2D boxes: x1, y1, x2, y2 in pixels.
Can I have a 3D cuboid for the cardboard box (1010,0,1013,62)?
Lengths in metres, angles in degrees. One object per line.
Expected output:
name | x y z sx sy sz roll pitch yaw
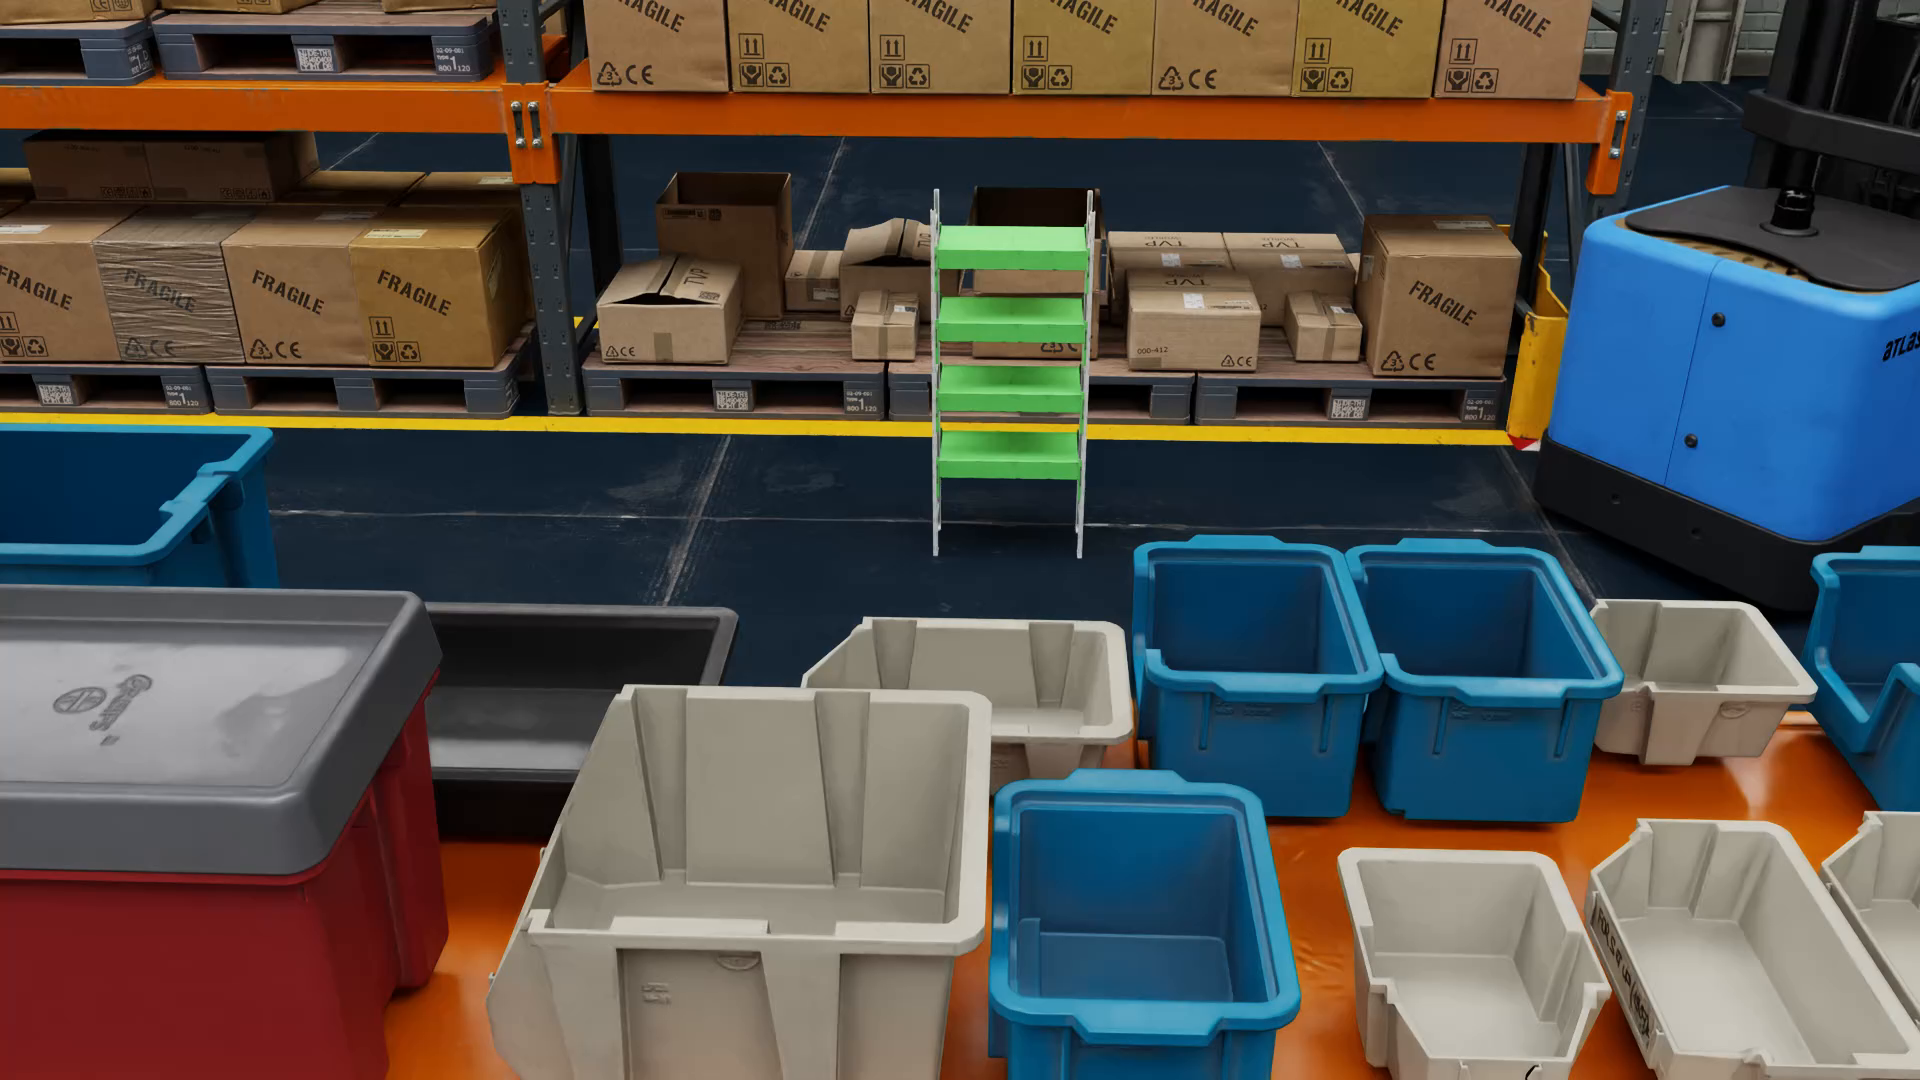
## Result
cardboard box | -0.038 -2.195 6.581 0.500 0.500 0.500 2 28 3

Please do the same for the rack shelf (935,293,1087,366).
rack shelf | 0.165 -0.683 5.381 0.480 0.148 0.258 1 28 2

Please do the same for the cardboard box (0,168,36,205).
cardboard box | -4.112 -1.296 7.191 0.500 0.500 0.500 0 28 0

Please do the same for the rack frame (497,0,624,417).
rack frame | -1.575 -2.054 6.422 0.127 3.000 1.000 1 28 2

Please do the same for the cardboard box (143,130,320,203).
cardboard box | -3.049 -1.614 6.991 0.500 0.250 0.500 1 28 2

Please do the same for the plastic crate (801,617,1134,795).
plastic crate | -0.003 0.242 2.308 0.466 0.136 0.293 1 28 2

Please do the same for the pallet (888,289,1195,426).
pallet | 0.334 -0.791 7.018 1.213 0.211 1.003 1 28 2

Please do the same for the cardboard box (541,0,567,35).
cardboard box | -2.947 -3.572 11.132 0.750 0.750 0.750 2 28 3

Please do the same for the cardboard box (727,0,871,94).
cardboard box | -0.563 -1.955 6.129 0.500 0.500 0.500 1 28 3

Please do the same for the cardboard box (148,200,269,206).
cardboard box | -3.082 -1.282 7.164 0.500 0.500 0.500 1 28 2

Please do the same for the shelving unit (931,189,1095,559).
shelving unit | 0.165 -0.527 5.464 0.503 1.200 0.258 1 28 2

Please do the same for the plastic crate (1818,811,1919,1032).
plastic crate | 1.133 0.480 1.859 0.243 0.136 0.396 1 28 2

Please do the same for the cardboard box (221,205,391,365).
cardboard box | -2.572 -1.030 6.690 0.500 0.500 0.500 1 28 2

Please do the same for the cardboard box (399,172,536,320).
cardboard box | -2.050 -1.266 7.135 0.500 0.500 0.500 0 28 -1

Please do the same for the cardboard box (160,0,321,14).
cardboard box | -2.730 -2.378 6.478 0.500 0.500 0.700 5 28 10

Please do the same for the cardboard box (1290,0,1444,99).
cardboard box | 1.447 -1.919 6.061 0.500 0.500 0.500 1 28 2

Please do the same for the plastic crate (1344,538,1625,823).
plastic crate | 0.693 0.198 2.289 0.300 0.233 0.416 1 28 2

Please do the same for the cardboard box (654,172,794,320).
cardboard box | -0.996 -1.267 7.137 0.500 0.500 0.500 1 28 2

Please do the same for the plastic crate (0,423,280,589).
plastic crate | -1.275 0.093 2.325 0.575 0.384 0.392 1 28 2

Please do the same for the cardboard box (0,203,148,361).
cardboard box | -3.581 -1.046 6.720 0.500 0.500 0.500 0 28 0

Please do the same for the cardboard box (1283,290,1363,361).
cardboard box | 1.469 -0.873 6.750 0.250 0.166 0.380 1 28 2

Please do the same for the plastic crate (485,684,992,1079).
plastic crate | -0.234 0.402 1.852 0.530 0.282 0.437 1 28 2

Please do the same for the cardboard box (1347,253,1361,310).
cardboard box | 1.766 -1.102 7.182 0.250 0.166 0.380 1 28 2

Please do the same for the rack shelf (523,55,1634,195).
rack shelf | 0.424 -1.703 6.528 4.000 0.370 1.077 1 28 2

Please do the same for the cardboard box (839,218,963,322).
cardboard box | -0.246 -1.171 7.158 0.500 0.311 0.500 1 28 2

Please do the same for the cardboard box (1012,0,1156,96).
cardboard box | 0.445 -1.938 6.097 0.500 0.500 0.500 1 28 1

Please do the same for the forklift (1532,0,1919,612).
forklift | 3.525 -1.594 5.627 3.031 2.935 1.130 -18 33 -30

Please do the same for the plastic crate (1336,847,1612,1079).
plastic crate | 0.558 0.491 1.839 0.250 0.136 0.298 1 28 2

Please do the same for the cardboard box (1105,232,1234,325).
cardboard box | 0.890 -1.126 7.137 0.500 0.250 0.500 1 28 2

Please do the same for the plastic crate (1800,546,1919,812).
plastic crate | 1.351 0.209 2.268 0.300 0.233 0.416 1 28 2

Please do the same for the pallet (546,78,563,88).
pallet | -2.178 -3.118 11.407 1.213 0.211 1.003 1 28 2

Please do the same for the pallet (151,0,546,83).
pallet | -2.370 -2.034 6.589 1.213 0.211 1.003 1 28 2

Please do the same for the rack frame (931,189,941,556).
rack frame | -0.078 -0.531 5.471 0.015 1.200 0.240 1 28 2

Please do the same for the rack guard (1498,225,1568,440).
rack guard | 2.347 -0.885 6.885 0.348 0.500 1.175 1 28 2

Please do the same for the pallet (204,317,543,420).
pallet | -2.389 -0.818 7.067 1.213 0.211 1.003 1 28 2

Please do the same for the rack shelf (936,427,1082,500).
rack shelf | 0.165 -0.259 5.606 0.480 0.148 0.258 1 28 2

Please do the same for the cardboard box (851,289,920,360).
cardboard box | -0.298 -0.879 6.761 0.250 0.166 0.380 1 28 2
